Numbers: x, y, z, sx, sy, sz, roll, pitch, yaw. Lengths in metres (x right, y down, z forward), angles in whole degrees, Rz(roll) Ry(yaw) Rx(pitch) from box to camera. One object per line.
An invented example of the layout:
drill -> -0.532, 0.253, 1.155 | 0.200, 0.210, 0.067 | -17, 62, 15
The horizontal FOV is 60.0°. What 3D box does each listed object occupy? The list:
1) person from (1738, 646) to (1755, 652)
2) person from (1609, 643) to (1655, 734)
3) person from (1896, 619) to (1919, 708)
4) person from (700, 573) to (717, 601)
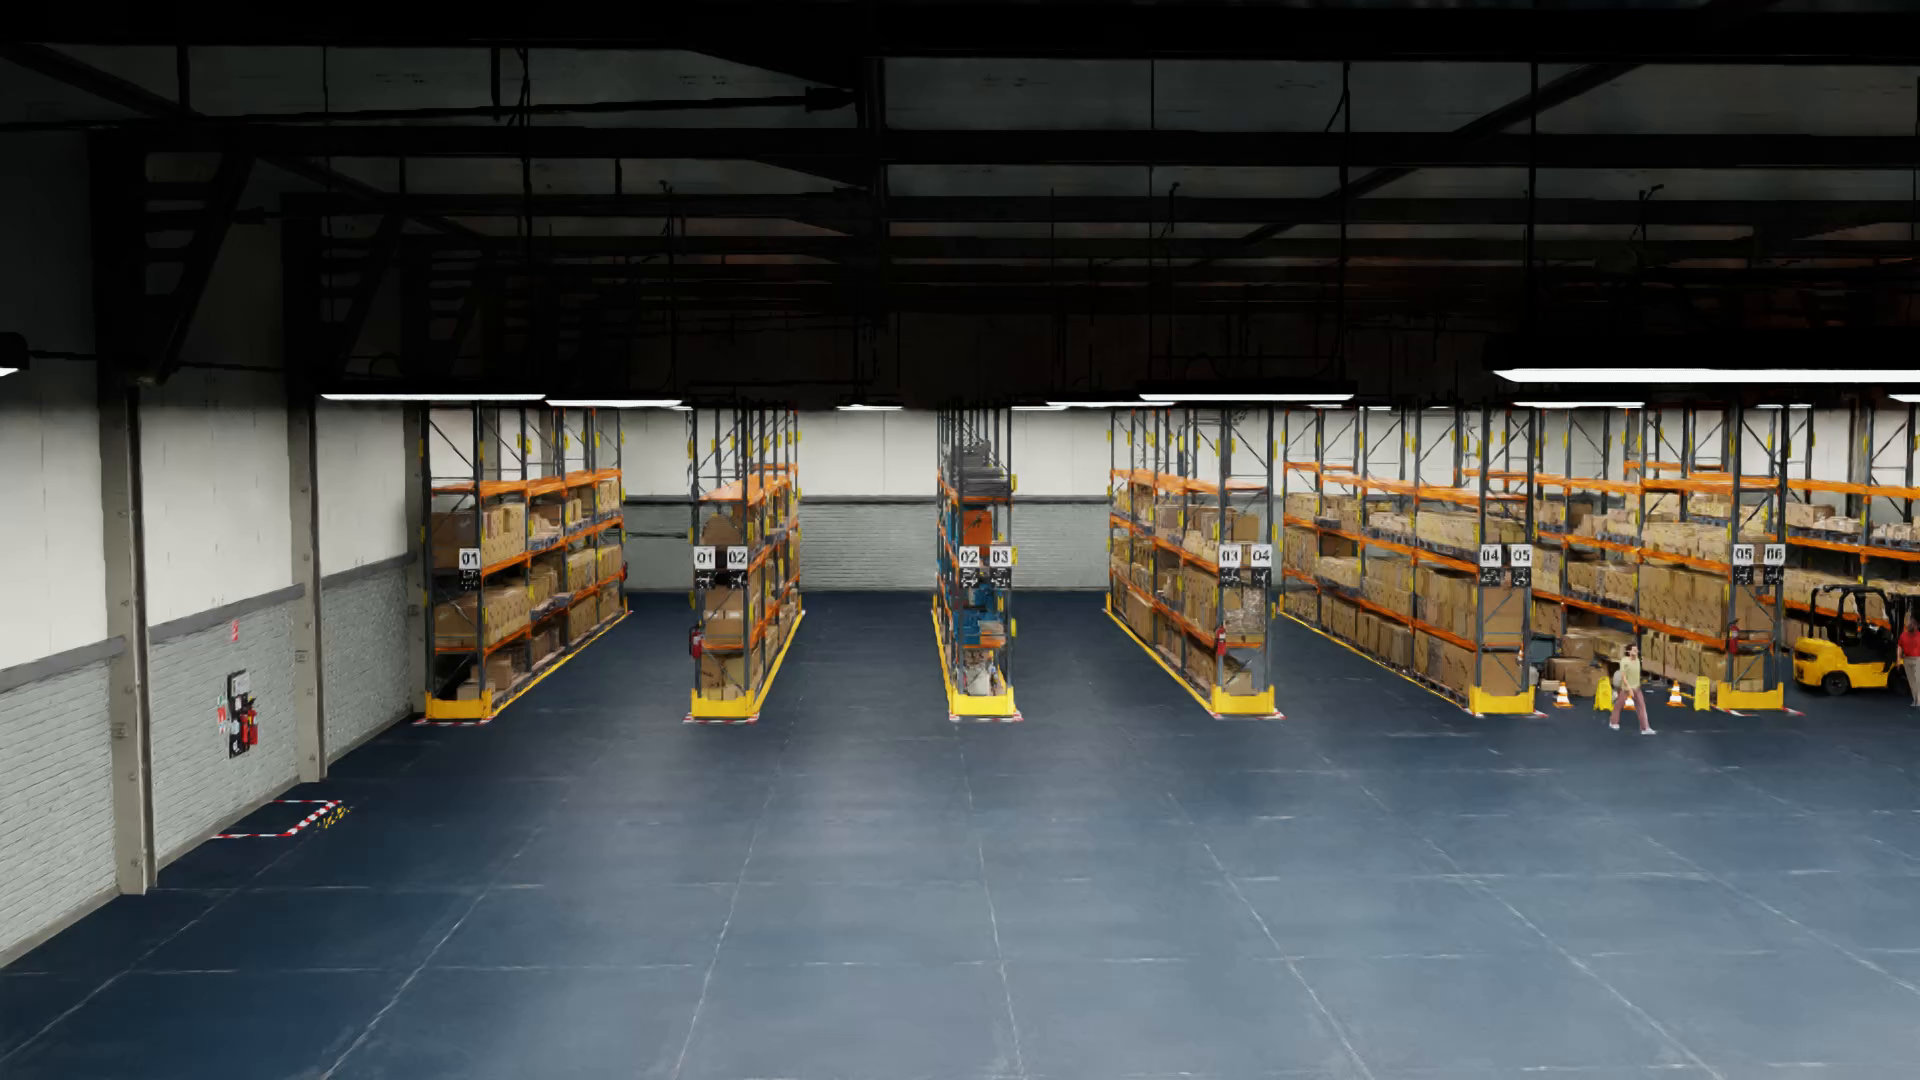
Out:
person -> 16.688, 2.085, 35.564 | 0.446, 1.780, 0.597 | -3, 5, -31
person -> 11.938, 2.620, 29.609 | 0.446, 1.604, 1.018 | -1, 4, -11
person -> 18.495, 2.393, 32.176 | 0.526, 1.758, 0.646 | -4, 6, -39
person -> -7.523, 1.026, 49.457 | 0.728, 1.764, 0.518 | -4, 6, -44
